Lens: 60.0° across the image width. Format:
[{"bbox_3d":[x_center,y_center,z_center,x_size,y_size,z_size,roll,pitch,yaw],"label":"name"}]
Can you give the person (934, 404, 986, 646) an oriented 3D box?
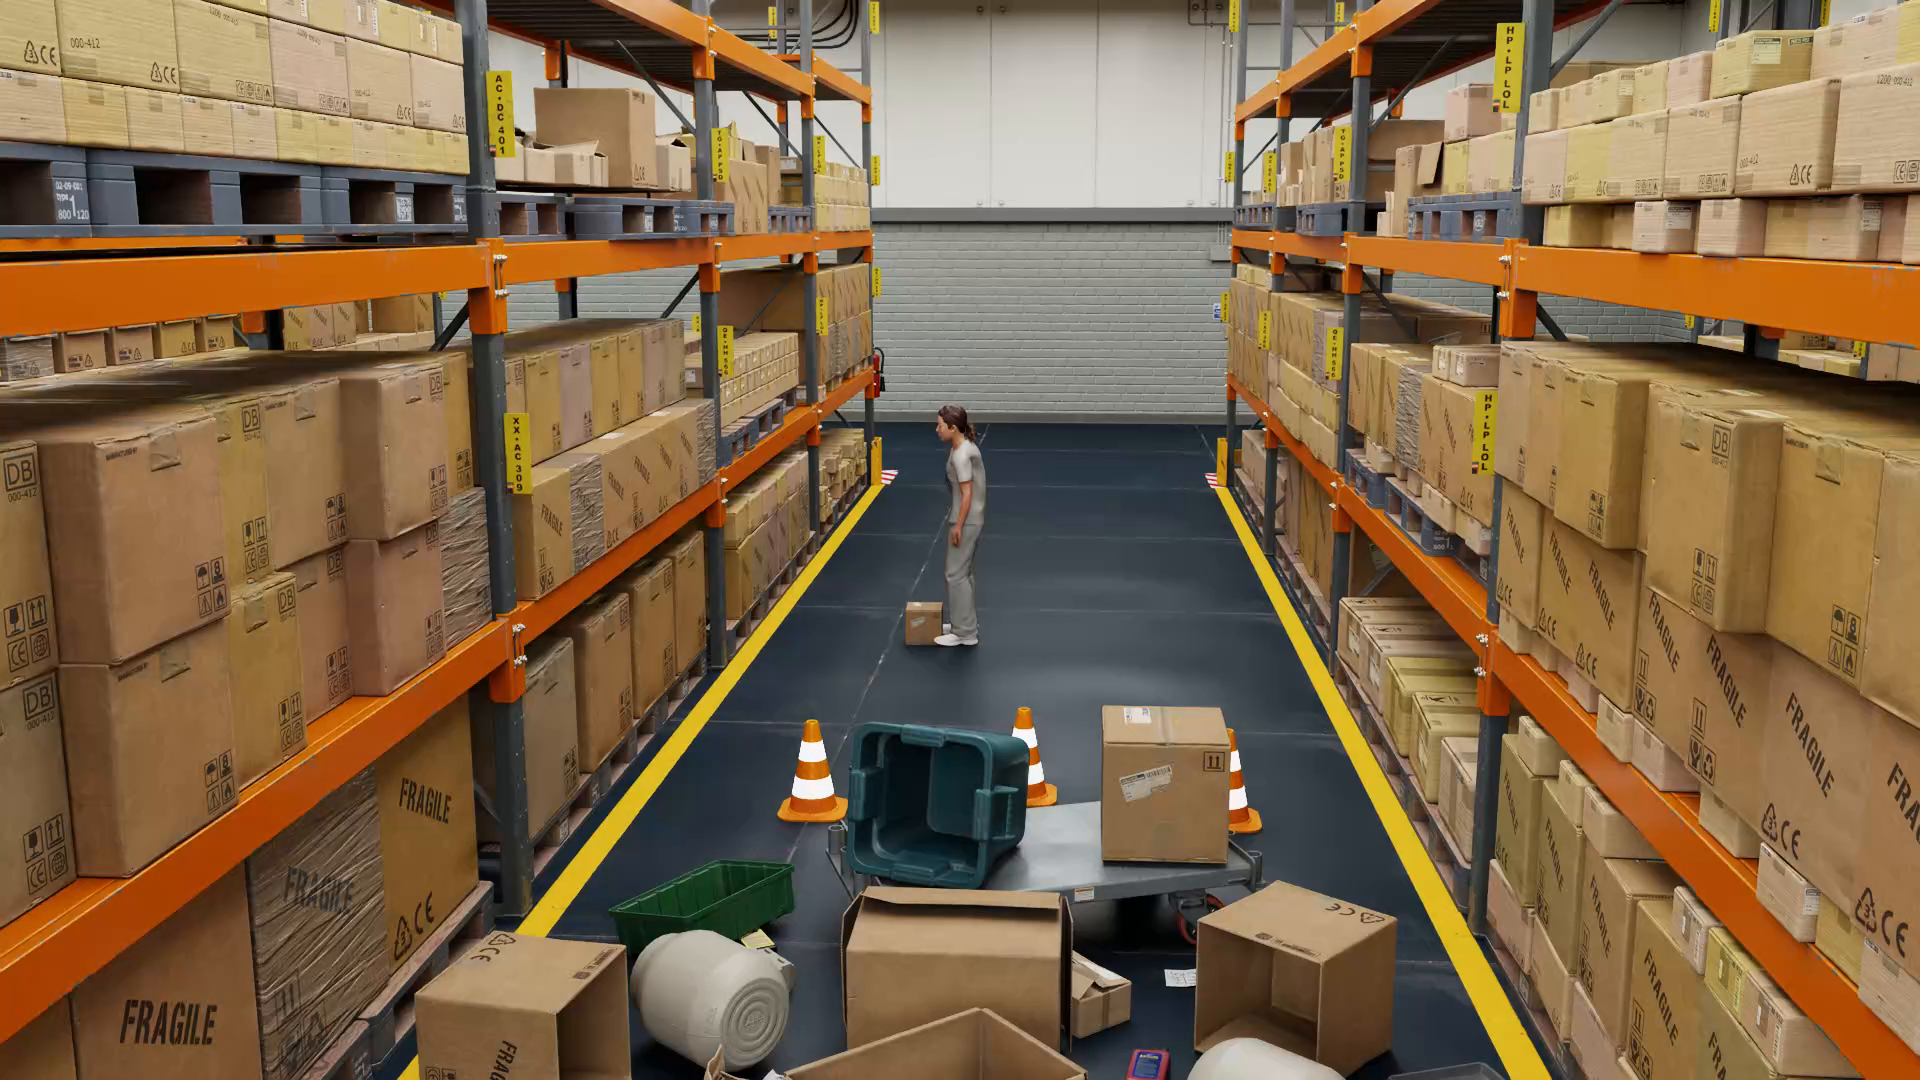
[{"bbox_3d":[-0.001,-0.111,11.518,0.363,1.671,0.509,0,11,0],"label":"person"}]
